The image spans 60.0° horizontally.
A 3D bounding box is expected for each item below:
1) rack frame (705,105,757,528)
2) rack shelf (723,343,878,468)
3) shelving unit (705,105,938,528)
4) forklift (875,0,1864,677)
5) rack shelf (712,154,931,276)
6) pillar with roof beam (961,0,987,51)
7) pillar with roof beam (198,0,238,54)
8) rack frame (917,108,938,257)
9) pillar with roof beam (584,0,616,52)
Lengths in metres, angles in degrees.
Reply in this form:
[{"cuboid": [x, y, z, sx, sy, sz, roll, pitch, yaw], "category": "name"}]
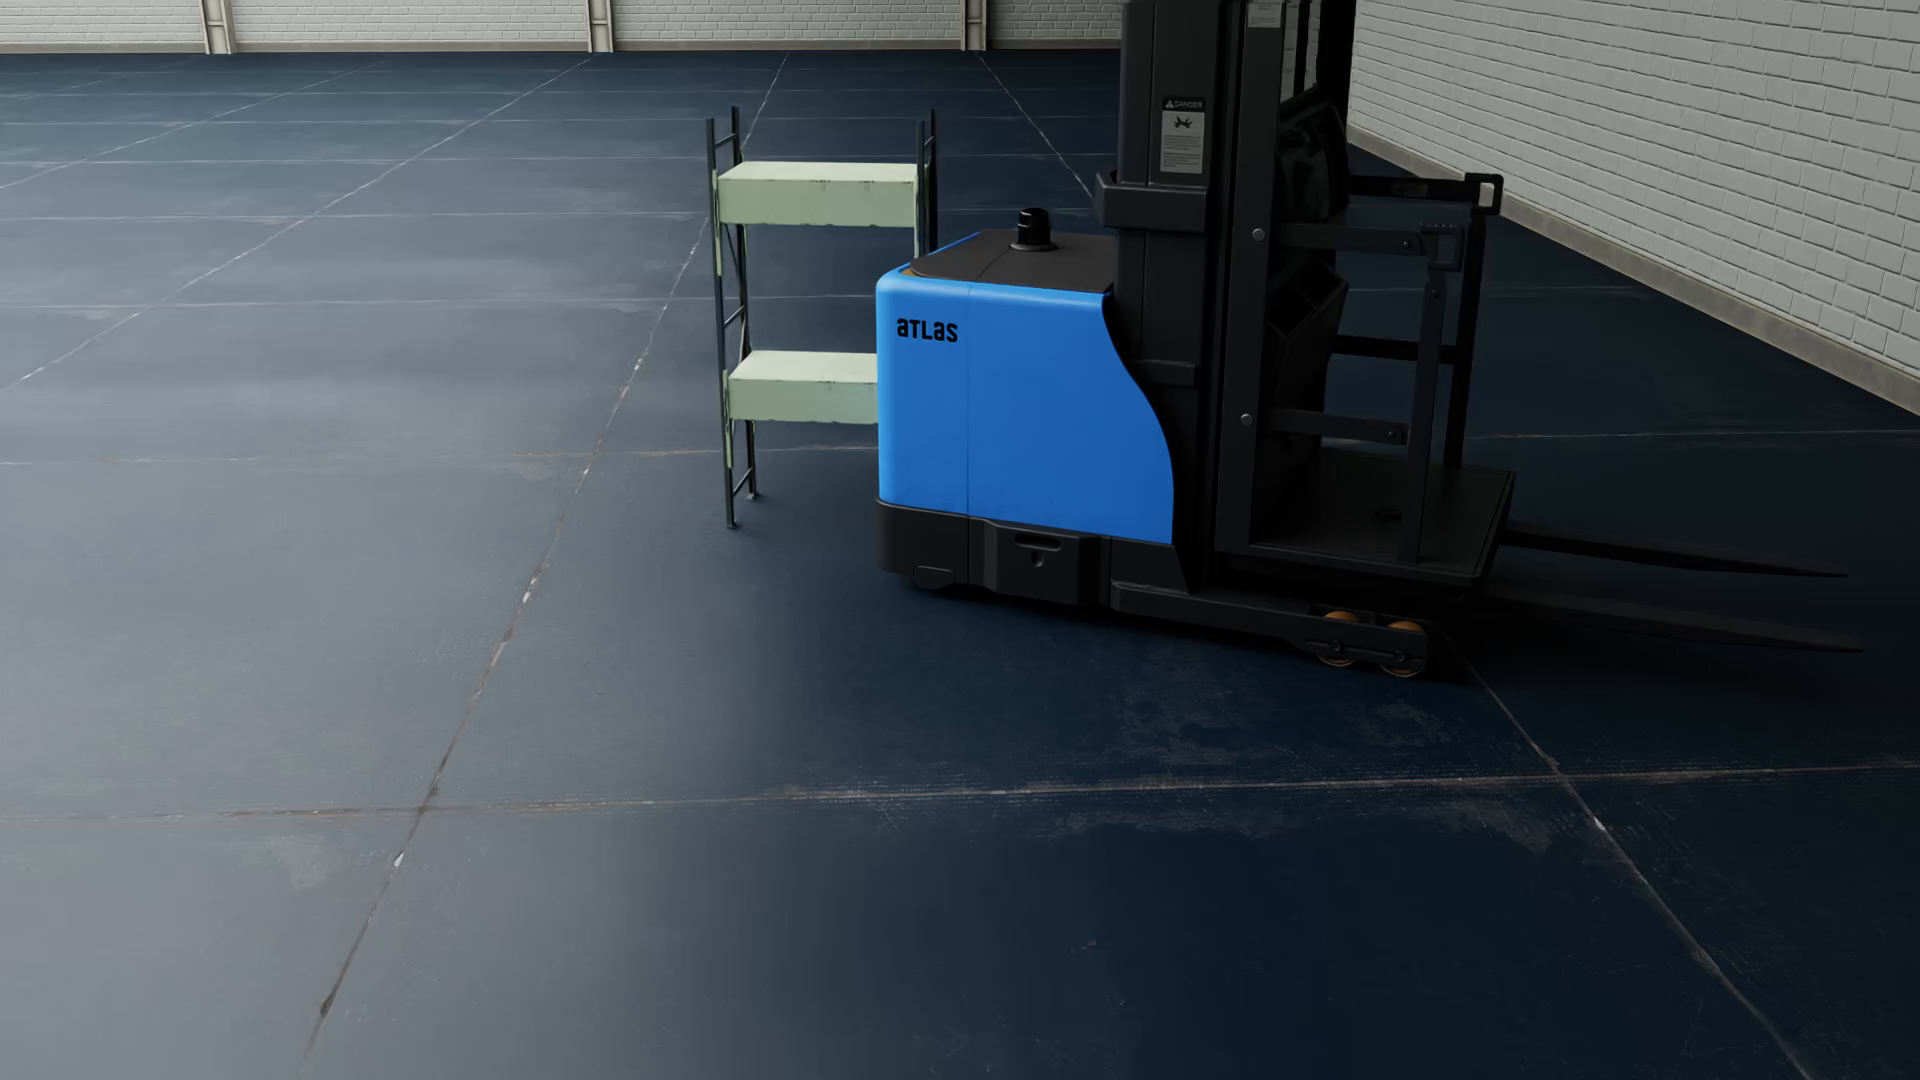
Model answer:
[{"cuboid": [-0.842, -0.816, 6.157, 0.023, 1.500, 0.400, 2, 21, 6], "category": "rack frame"}, {"cuboid": [-0.478, -0.497, 6.235, 0.720, 0.370, 0.431, 2, 21, 6], "category": "rack shelf"}, {"cuboid": [-0.478, -0.802, 6.119, 0.755, 1.500, 0.431, 2, 21, 6], "category": "shelving unit"}, {"cuboid": [1.279, -1.169, 5.073, 3.031, 2.935, 1.130, 9, 22, 21], "category": "forklift"}, {"cuboid": [-0.478, -1.167, 5.980, 0.720, 0.370, 0.431, 2, 21, 6], "category": "rack shelf"}, {"cuboid": [0.466, -10.680, 21.527, 0.400, 9.000, 9.100, -1, 21, -3], "category": "pillar with roof beam"}, {"cuboid": [-11.515, -10.437, 20.887, 0.400, 9.000, 9.100, -1, 21, -3], "category": "pillar with roof beam"}, {"cuboid": [-0.114, -0.787, 6.081, 0.023, 1.500, 0.400, 2, 21, 6], "category": "rack frame"}, {"cuboid": [-5.524, -10.559, 21.207, 0.400, 9.000, 9.100, -1, 21, -3], "category": "pillar with roof beam"}]
